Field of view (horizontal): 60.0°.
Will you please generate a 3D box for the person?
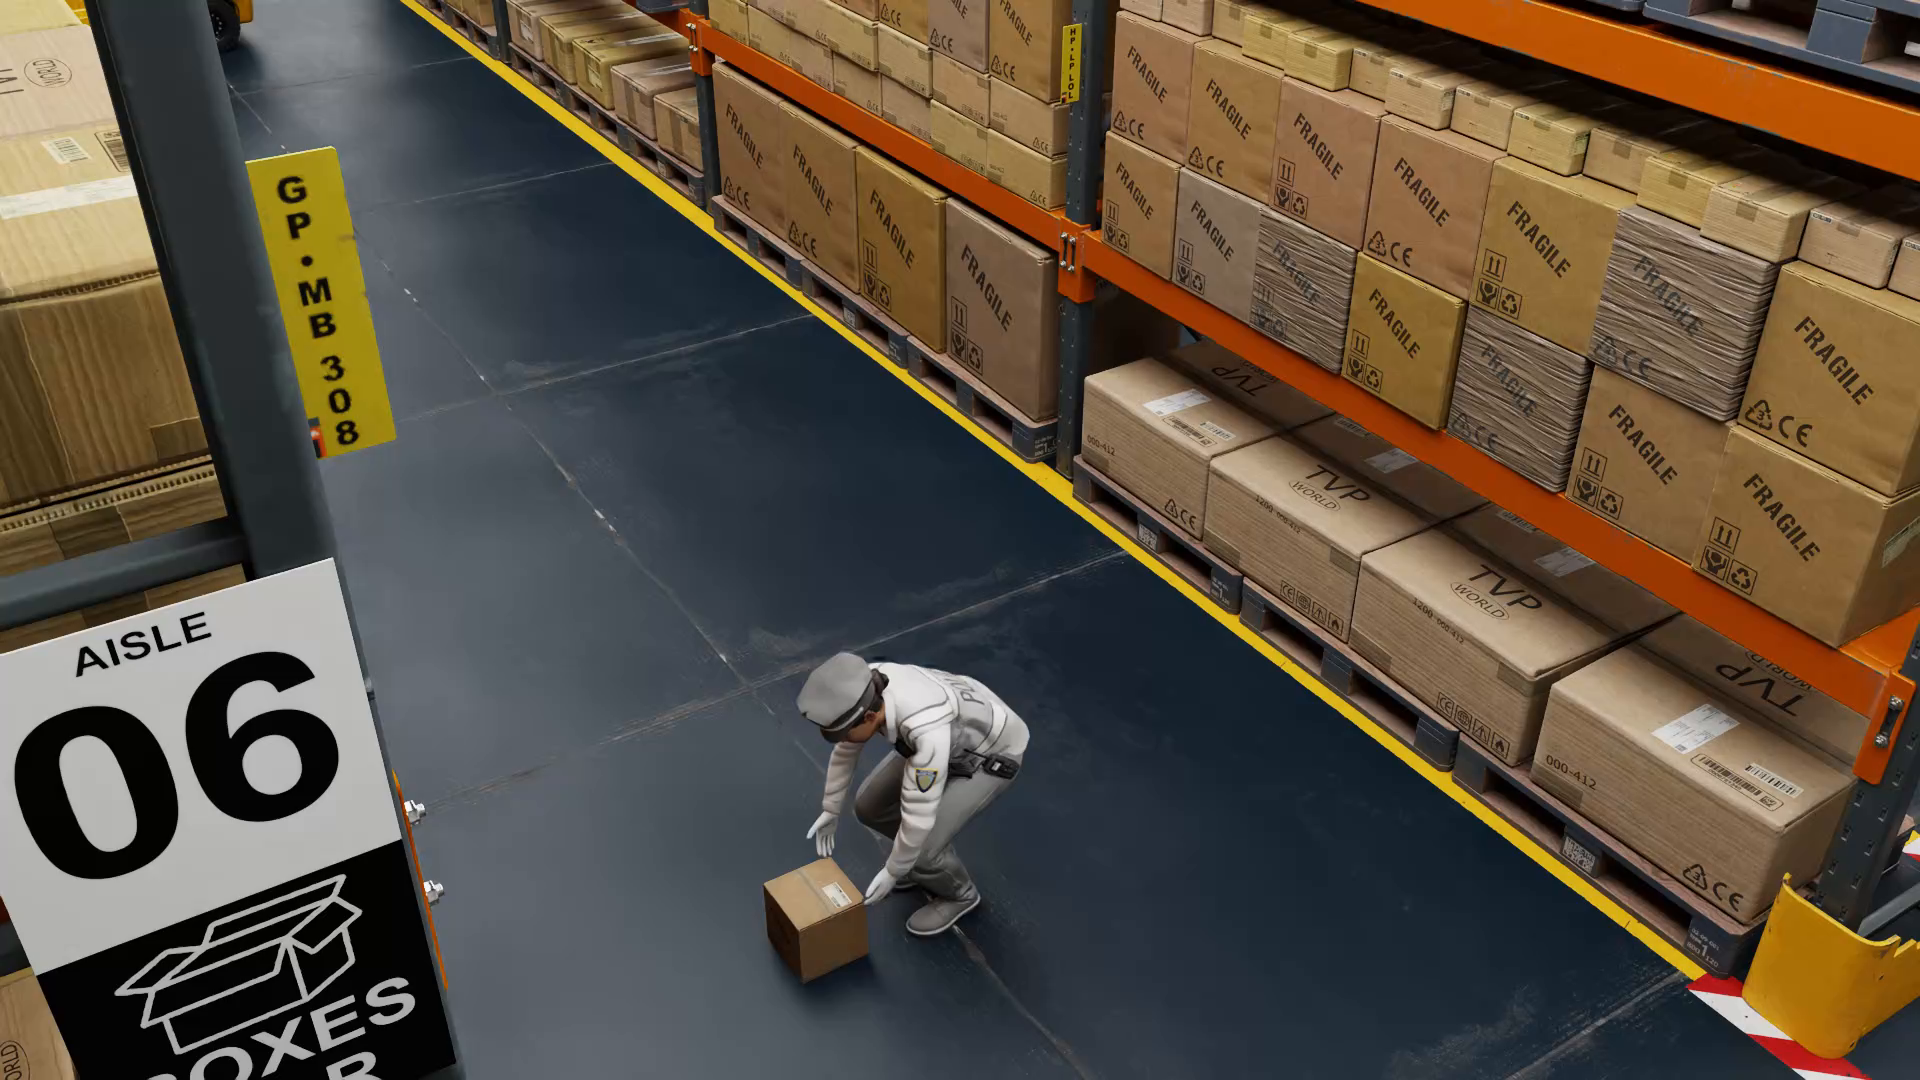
[{"bbox_3d":[-0.140,0.785,5.397,0.804,1.154,0.518,-19,37,-27],"label":"person"}]
